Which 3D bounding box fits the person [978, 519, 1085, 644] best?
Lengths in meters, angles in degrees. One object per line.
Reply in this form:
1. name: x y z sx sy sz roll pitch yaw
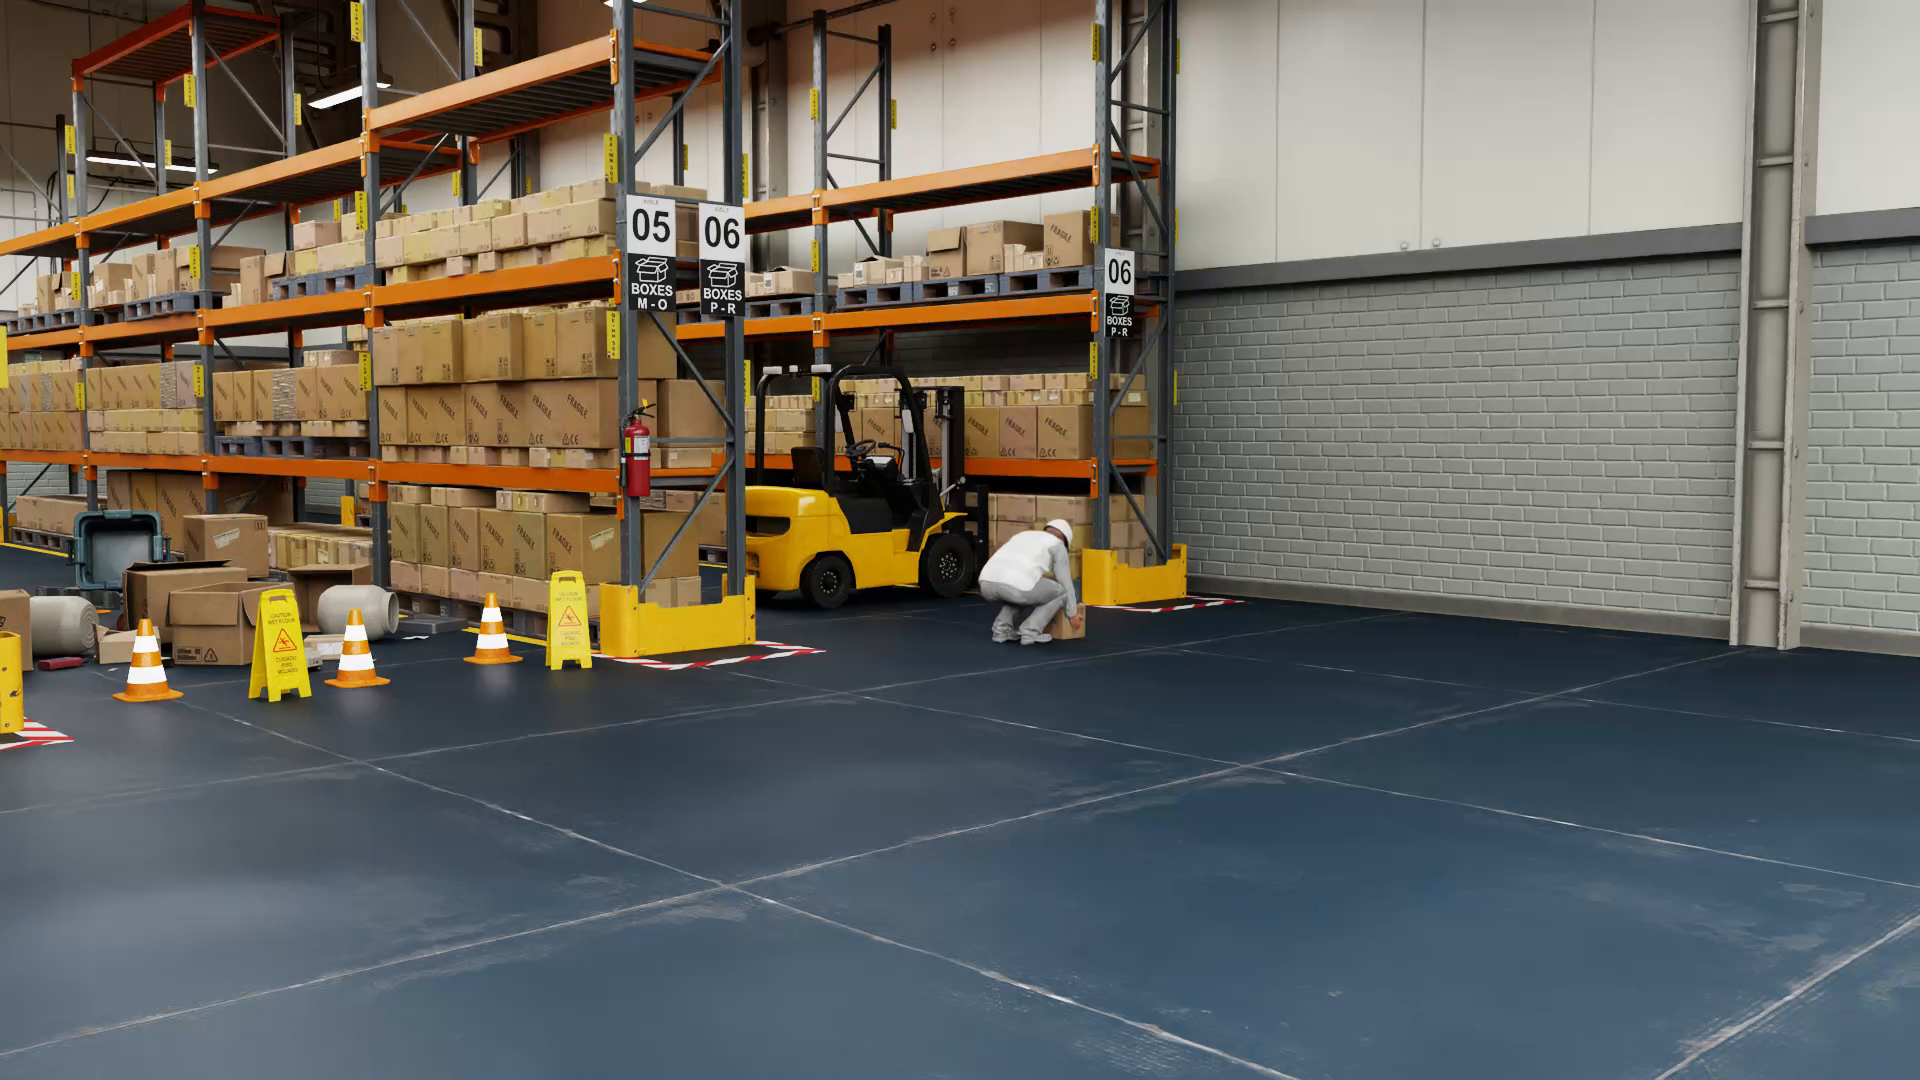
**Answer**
1. person: 0.538 0.309 12.498 0.916 0.903 0.525 -4 5 -44
